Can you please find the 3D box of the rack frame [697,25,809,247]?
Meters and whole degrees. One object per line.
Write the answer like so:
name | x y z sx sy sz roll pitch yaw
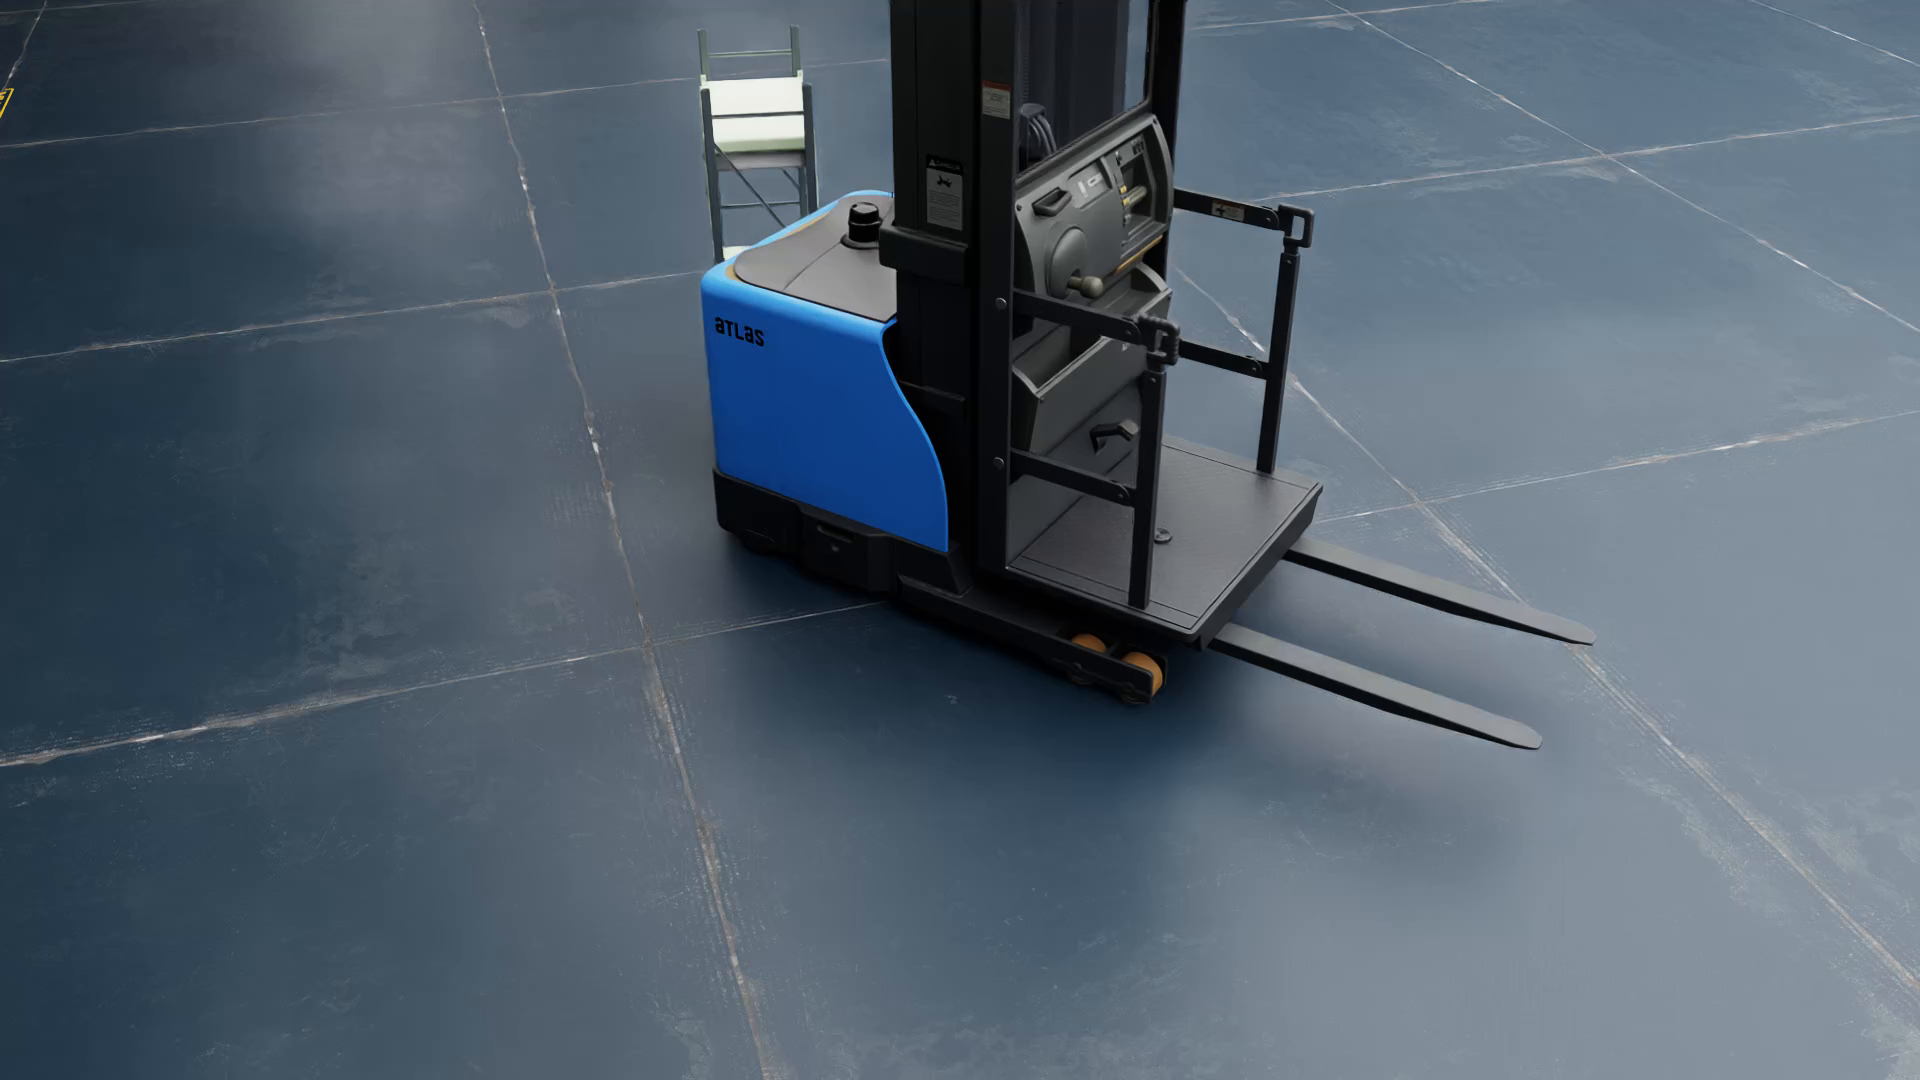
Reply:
rack frame | -0.842 -1.410 7.024 0.400 1.500 0.023 -5 34 -7

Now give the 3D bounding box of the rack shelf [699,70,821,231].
rack shelf | -0.789 -1.536 6.506 0.431 0.370 0.720 -5 34 -7

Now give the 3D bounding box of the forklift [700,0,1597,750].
forklift | 0.608 -1.022 5.138 3.031 2.935 1.130 19 38 27

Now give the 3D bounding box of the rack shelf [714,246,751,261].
rack shelf | -0.789 -0.938 6.901 0.431 0.370 0.720 -5 34 -7

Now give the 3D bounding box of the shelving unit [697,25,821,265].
shelving unit | -0.789 -1.210 6.721 0.431 1.500 0.755 -5 34 -7

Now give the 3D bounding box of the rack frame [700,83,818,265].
rack frame | -0.737 -1.011 6.419 0.400 1.500 0.023 -5 34 -7
